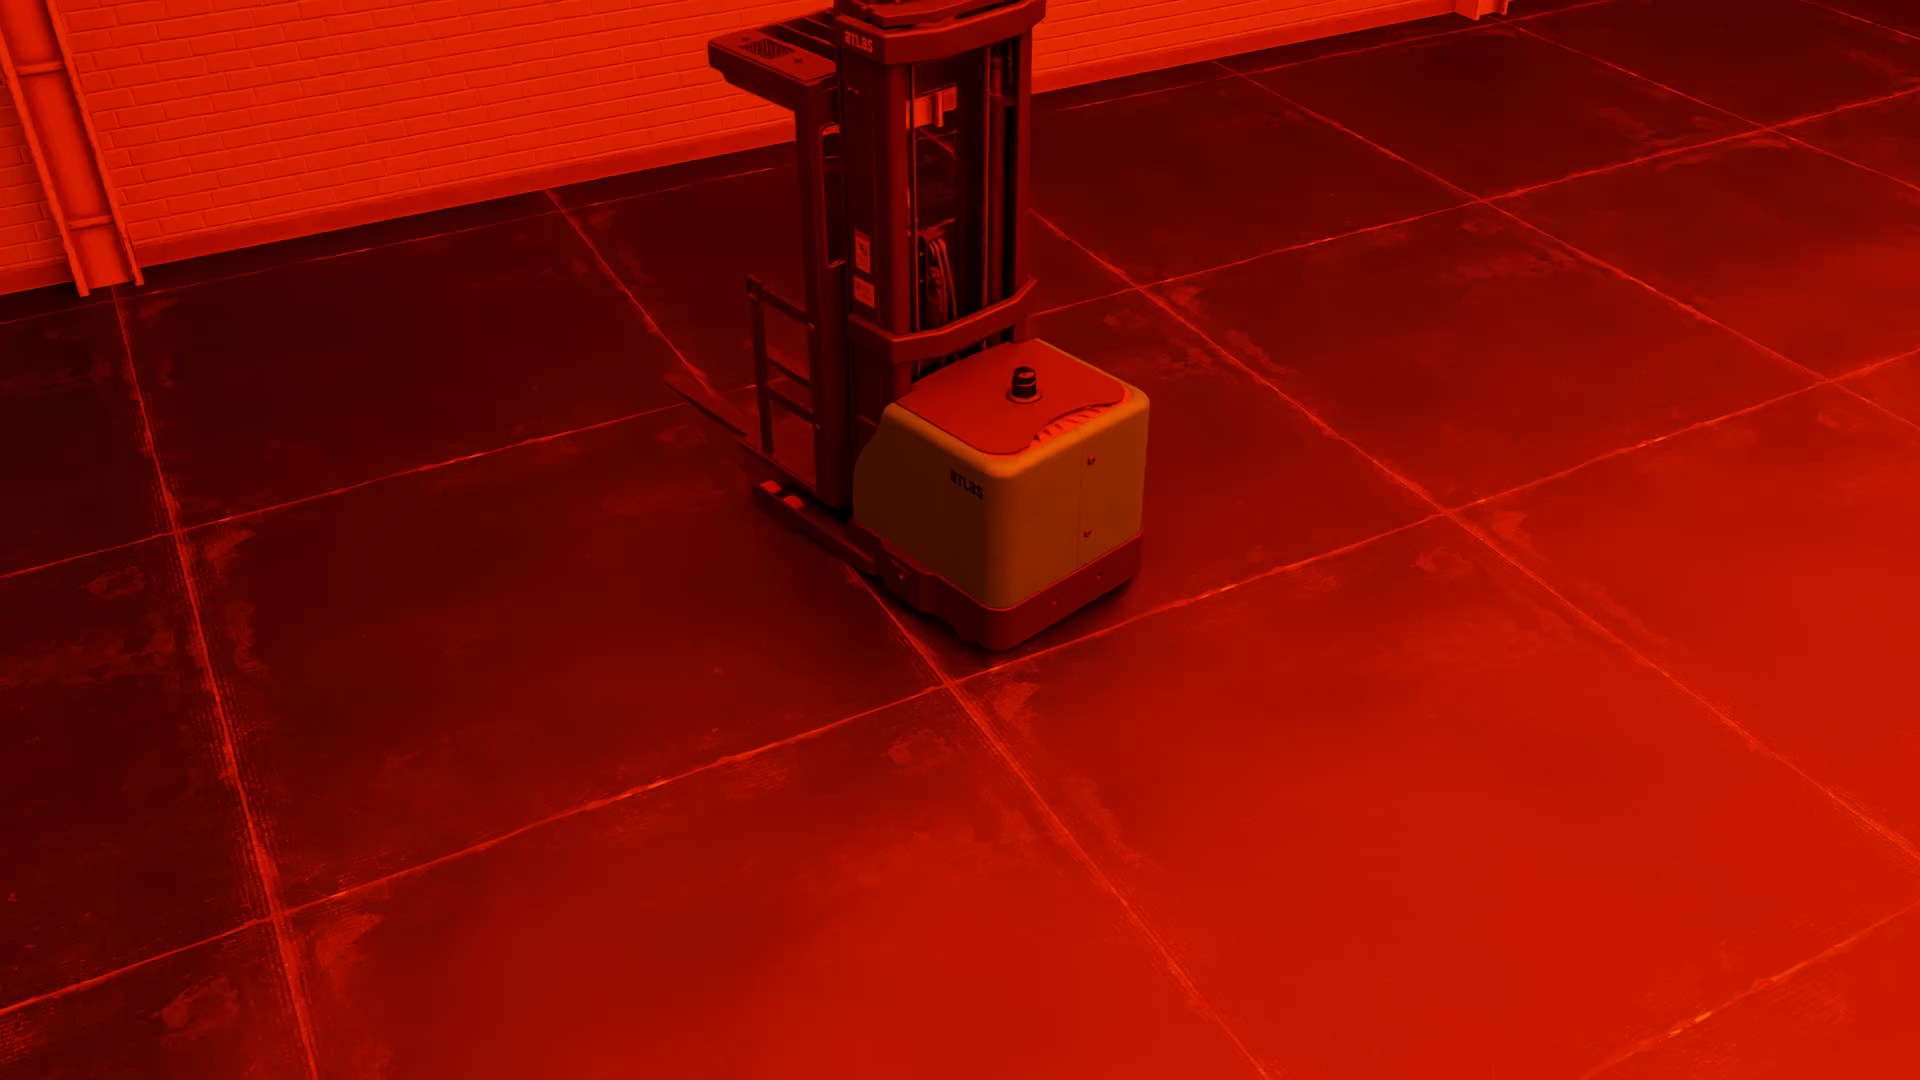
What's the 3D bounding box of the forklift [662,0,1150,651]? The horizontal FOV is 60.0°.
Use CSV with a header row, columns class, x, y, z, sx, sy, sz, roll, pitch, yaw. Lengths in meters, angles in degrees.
class,x,y,z,sx,sy,sz,roll,pitch,yaw
forklift,-0.459,-1.442,8.163,1.130,2.935,3.031,-28,44,-33
